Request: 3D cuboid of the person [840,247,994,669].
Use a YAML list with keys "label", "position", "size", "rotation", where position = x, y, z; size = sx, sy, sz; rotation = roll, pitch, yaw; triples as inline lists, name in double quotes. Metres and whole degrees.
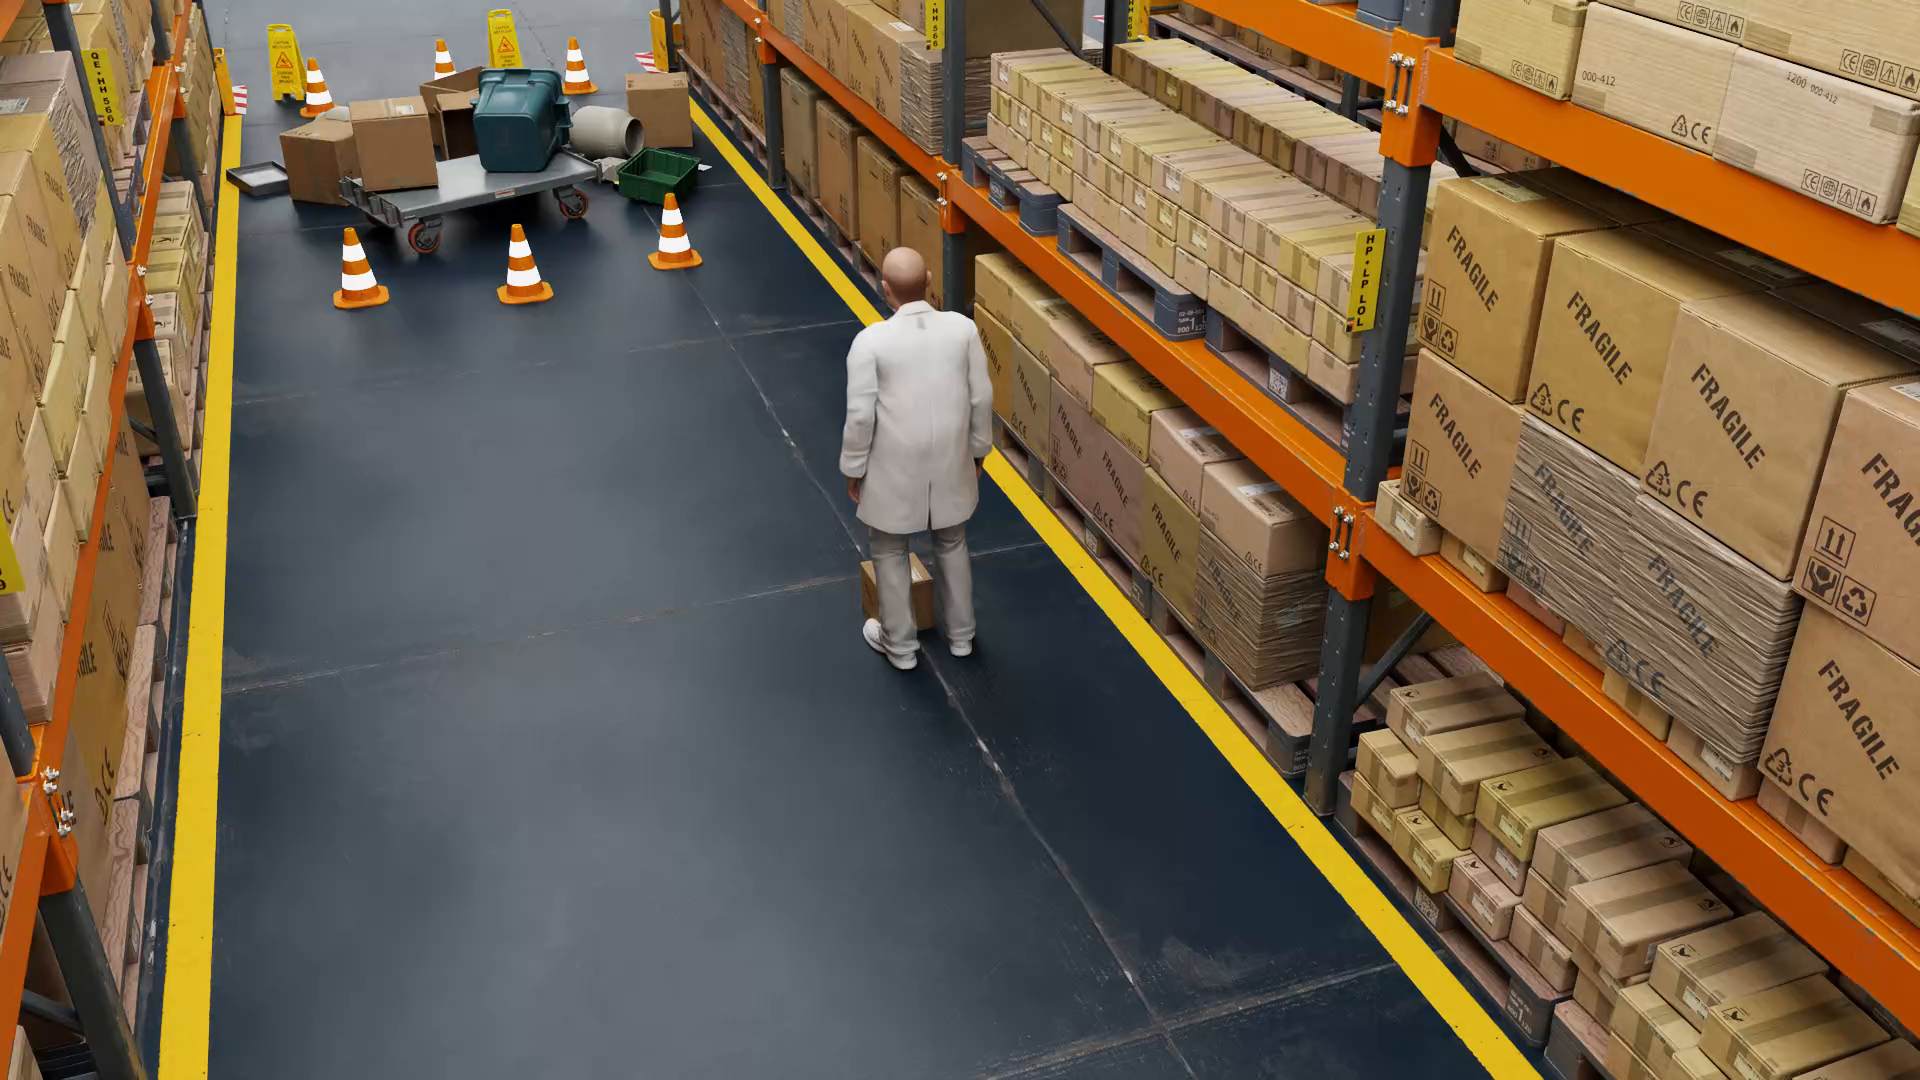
- label: "person"
  position: [-0.169, -0.313, 6.698]
  size: [0.631, 1.773, 0.426]
  rotation: [-10, 31, -18]
